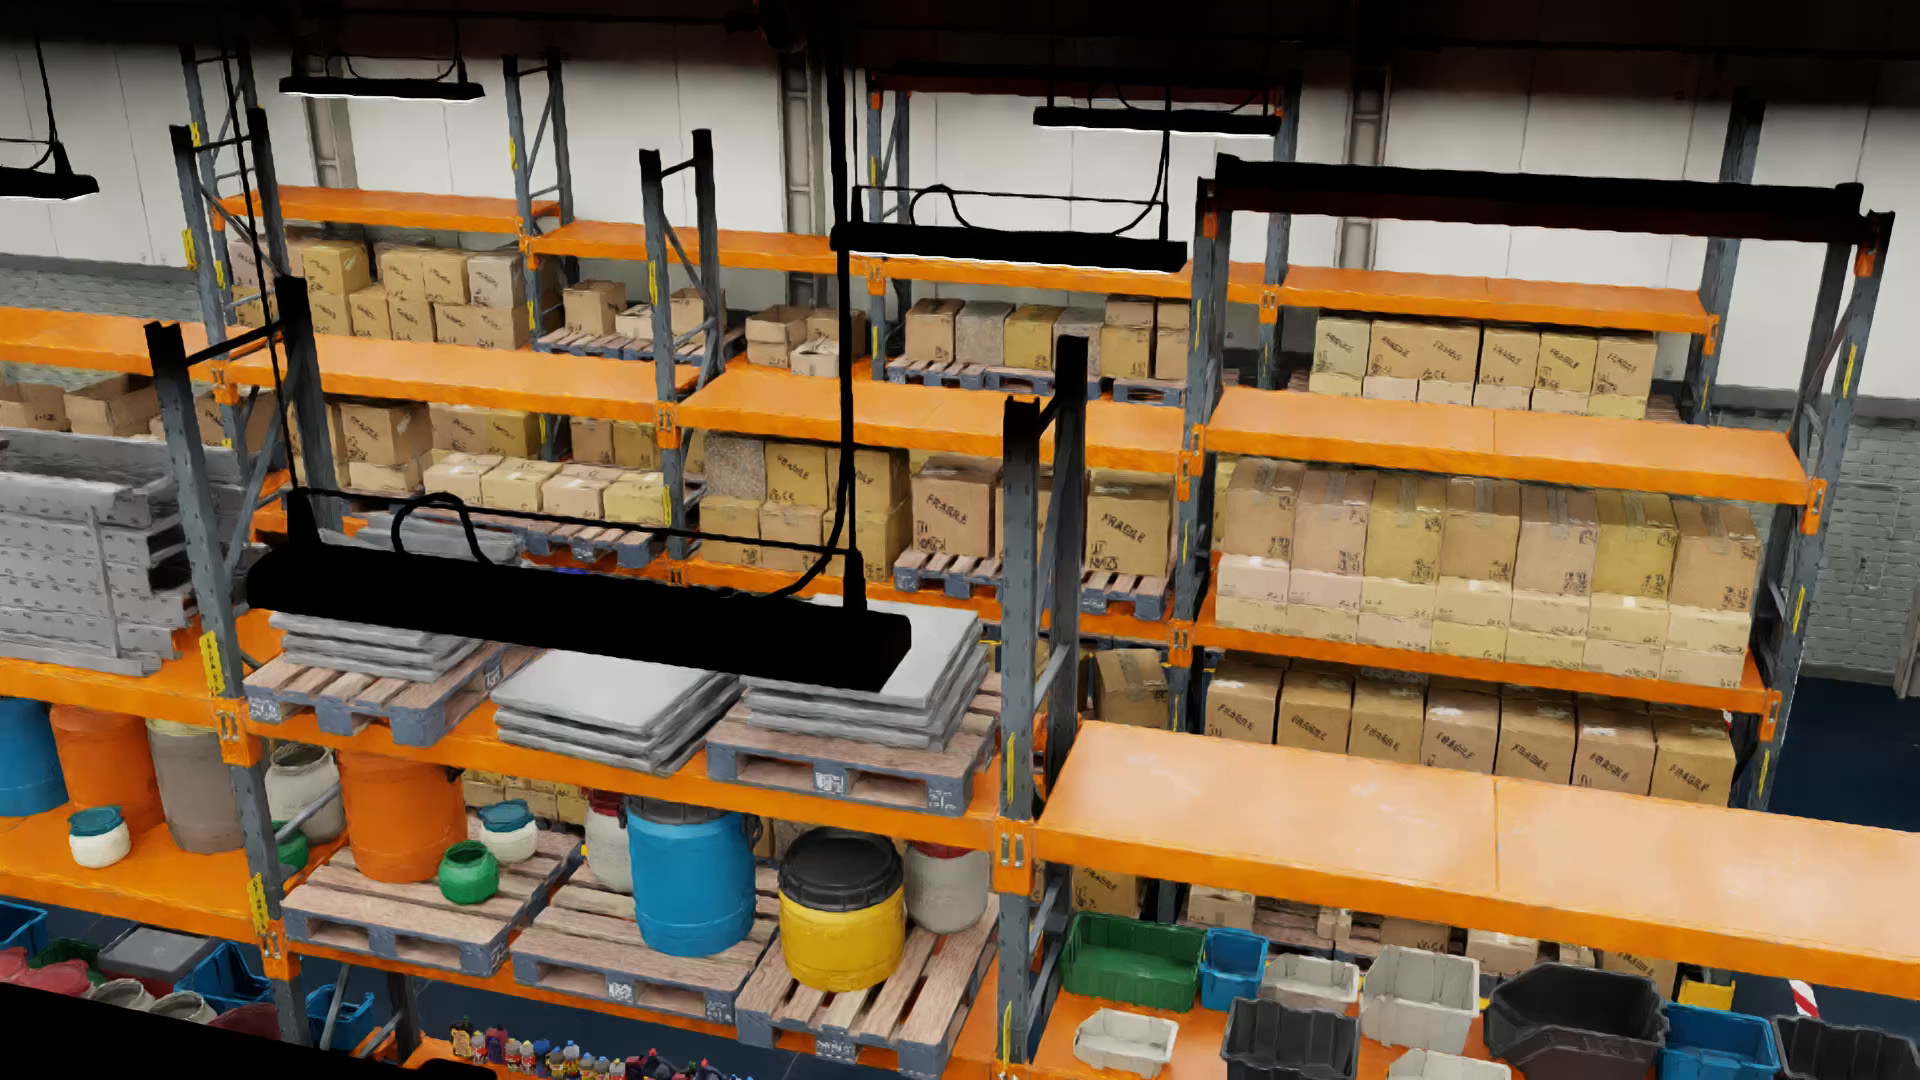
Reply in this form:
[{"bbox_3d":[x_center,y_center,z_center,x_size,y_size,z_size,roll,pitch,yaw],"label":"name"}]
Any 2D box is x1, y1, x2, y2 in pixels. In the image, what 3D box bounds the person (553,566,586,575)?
[{"bbox_3d":[-3.946,0.766,16.828,1.000,1.587,0.443,10,25,23],"label":"person"}]
